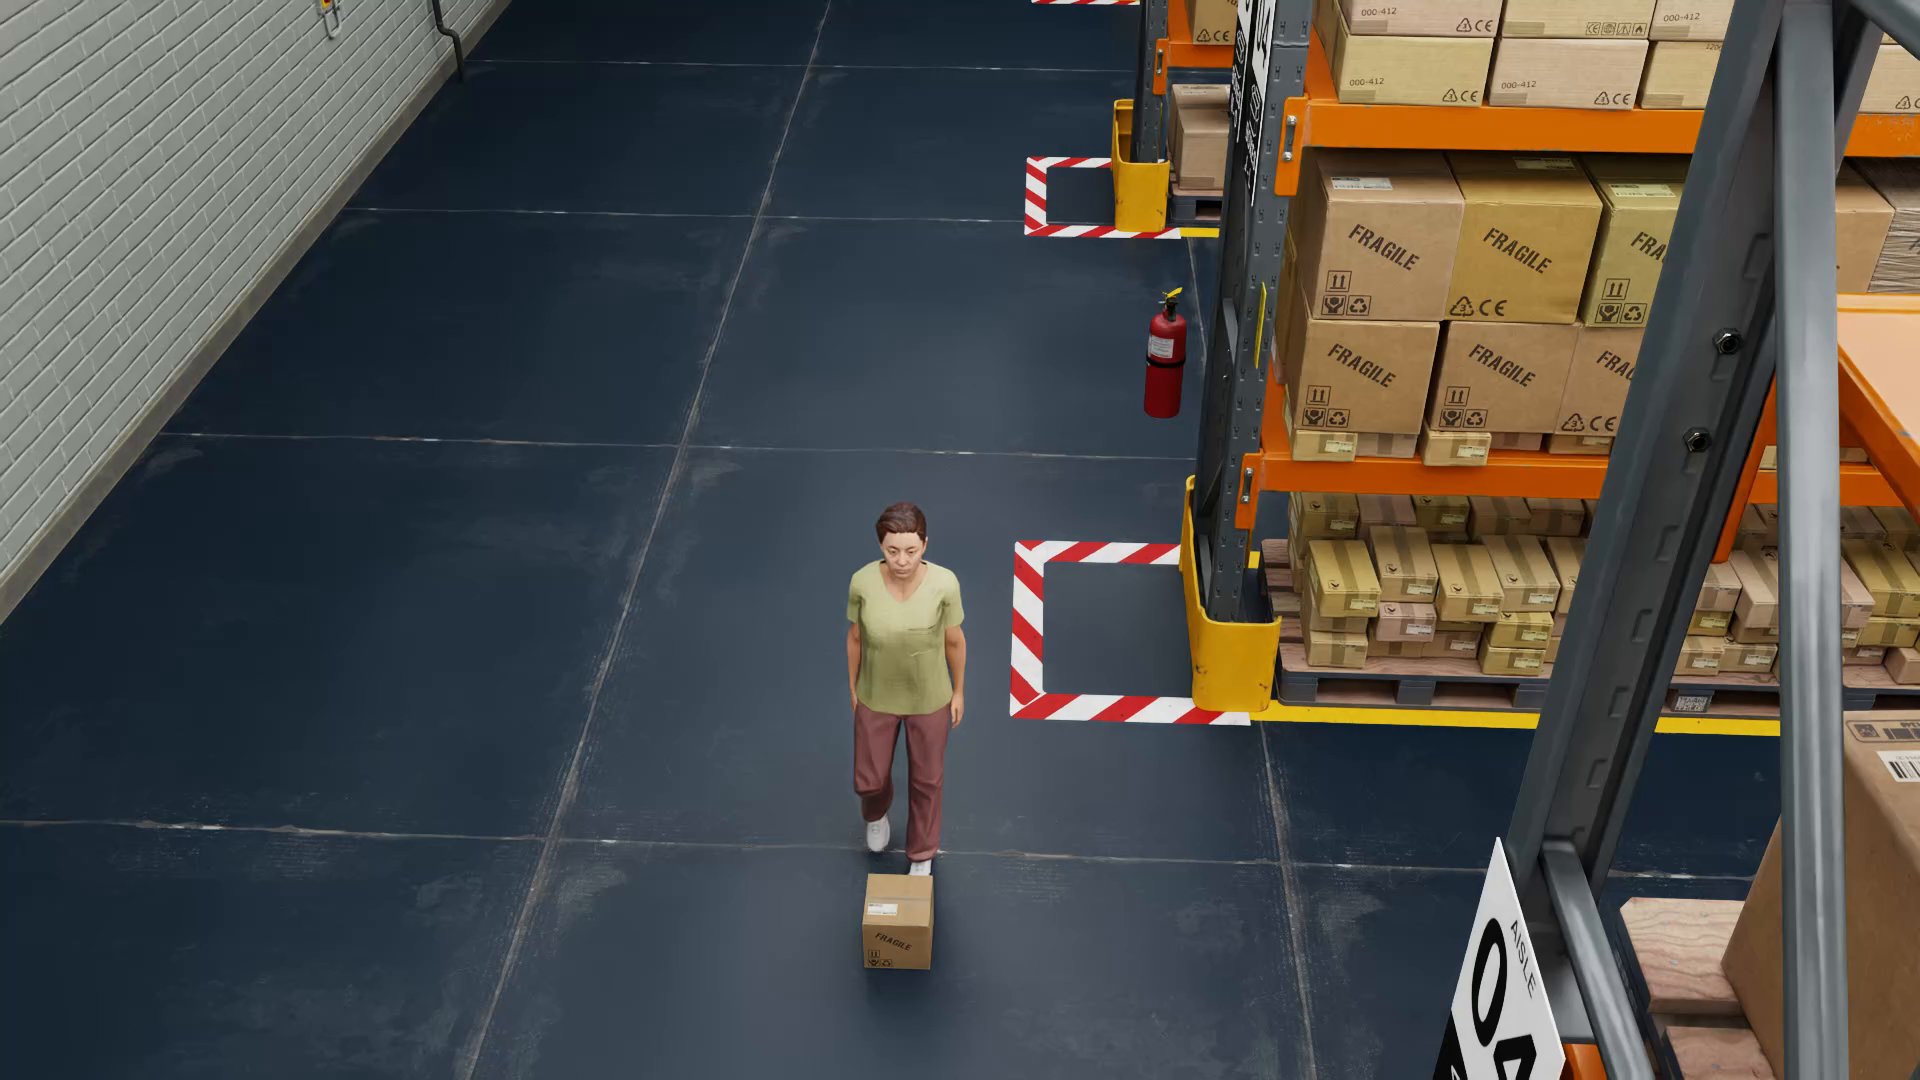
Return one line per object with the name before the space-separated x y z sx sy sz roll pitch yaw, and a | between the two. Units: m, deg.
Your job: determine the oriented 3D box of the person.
person | -0.204 0.610 6.292 0.449 1.702 0.525 2 36 3
